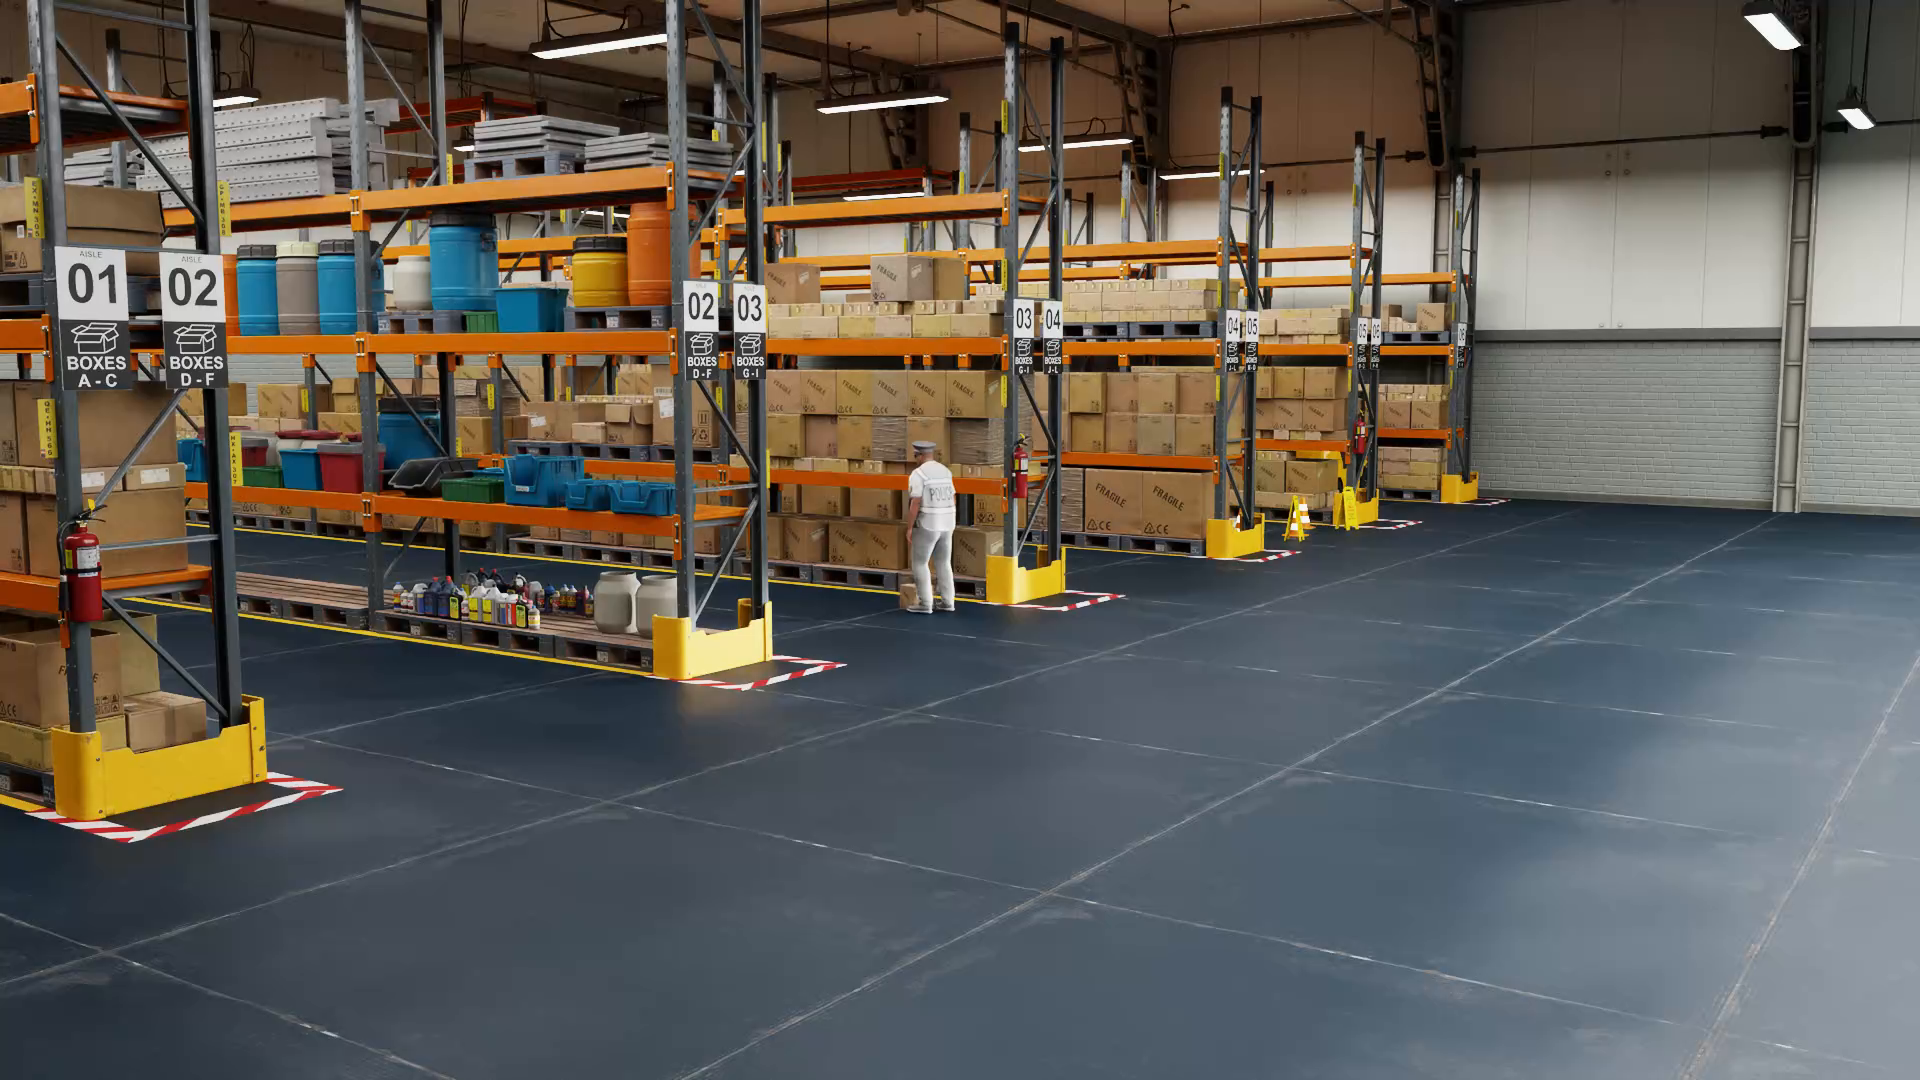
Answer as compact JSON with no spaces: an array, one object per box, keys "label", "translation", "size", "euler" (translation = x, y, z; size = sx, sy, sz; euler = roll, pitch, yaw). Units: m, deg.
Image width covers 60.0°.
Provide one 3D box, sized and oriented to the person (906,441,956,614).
[{"label":"person","translation":[-0.285,-0.130,16.911],"size":[0.604,1.747,0.437],"euler":[-5,8,-39]}]
